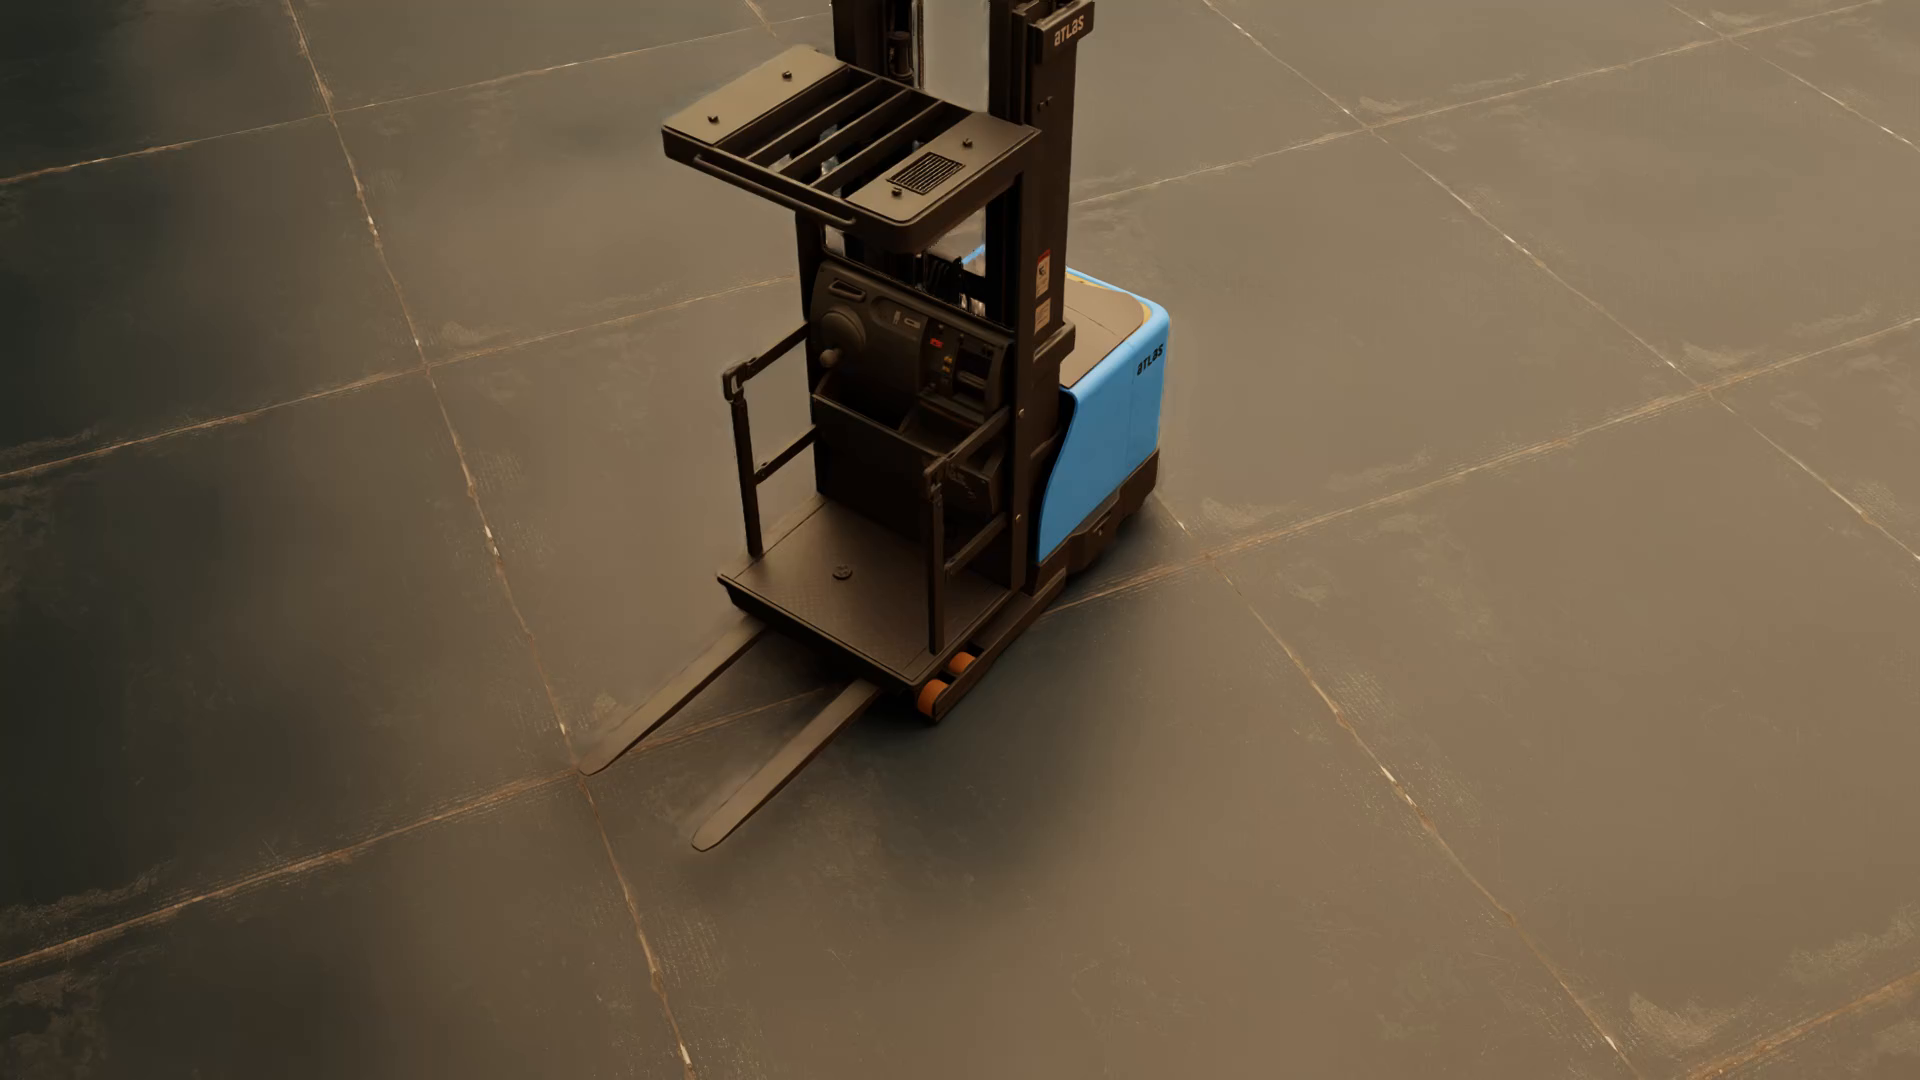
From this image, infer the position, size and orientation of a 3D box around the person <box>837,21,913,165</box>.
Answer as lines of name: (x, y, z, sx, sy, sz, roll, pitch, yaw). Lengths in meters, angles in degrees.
person: (-0.511, -2.388, 9.224, 0.600, 1.603, 0.603, -27, 49, -26)

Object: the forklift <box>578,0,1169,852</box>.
forklift: (-0.337, -0.701, 6.432, 1.130, 2.935, 3.031, 27, 49, 26)
